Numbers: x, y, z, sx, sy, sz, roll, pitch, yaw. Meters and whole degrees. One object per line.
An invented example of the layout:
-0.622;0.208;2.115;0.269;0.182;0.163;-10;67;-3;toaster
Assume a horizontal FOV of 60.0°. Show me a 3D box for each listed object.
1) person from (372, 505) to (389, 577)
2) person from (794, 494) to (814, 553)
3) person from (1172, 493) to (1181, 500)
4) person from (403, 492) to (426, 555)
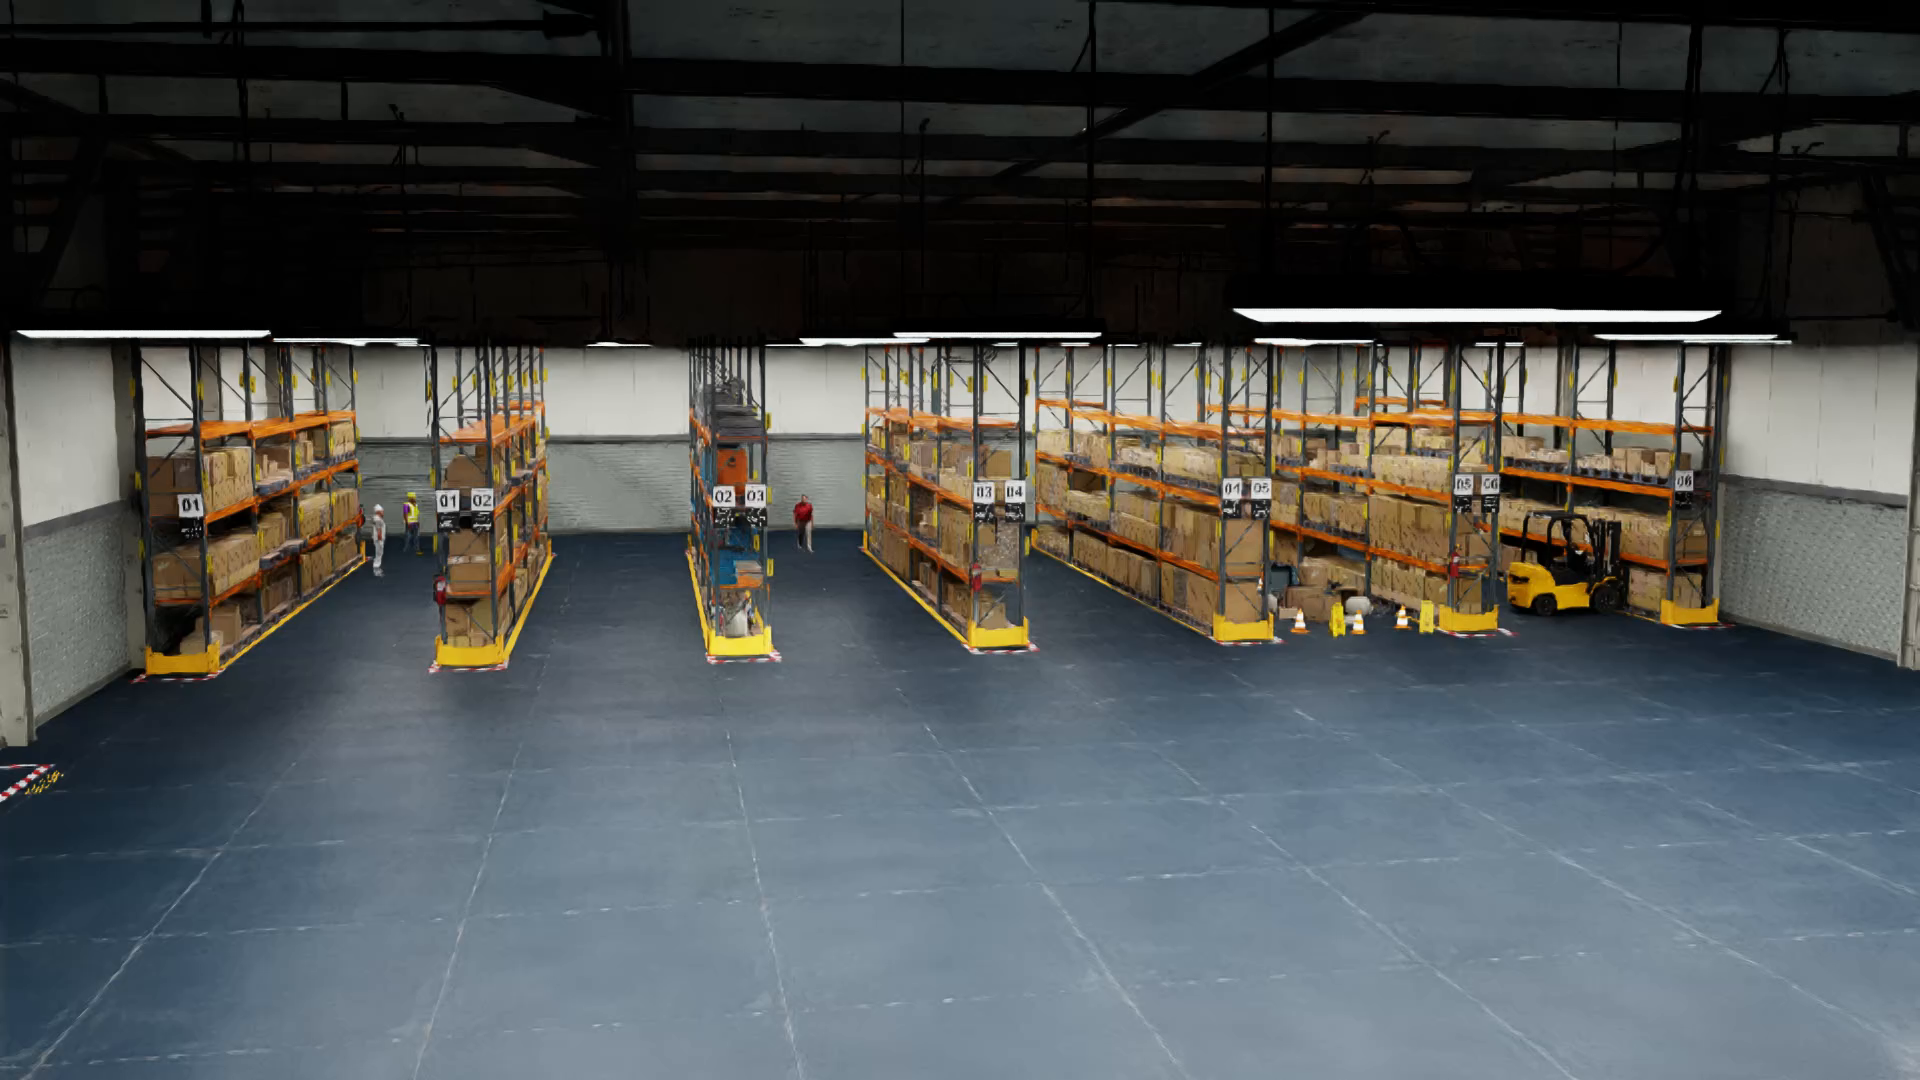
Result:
-14.655;0.007;42.007;0.370;1.797;0.630;-3;7;-23;person
-4.416;-0.485;46.932;0.542;1.645;1.126;-1;7;-9;person
6.197;-0.555;47.550;0.566;1.662;0.657;-1;7;-6;person
-15.263;-0.464;46.295;0.464;1.772;0.661;2;7;15;person
